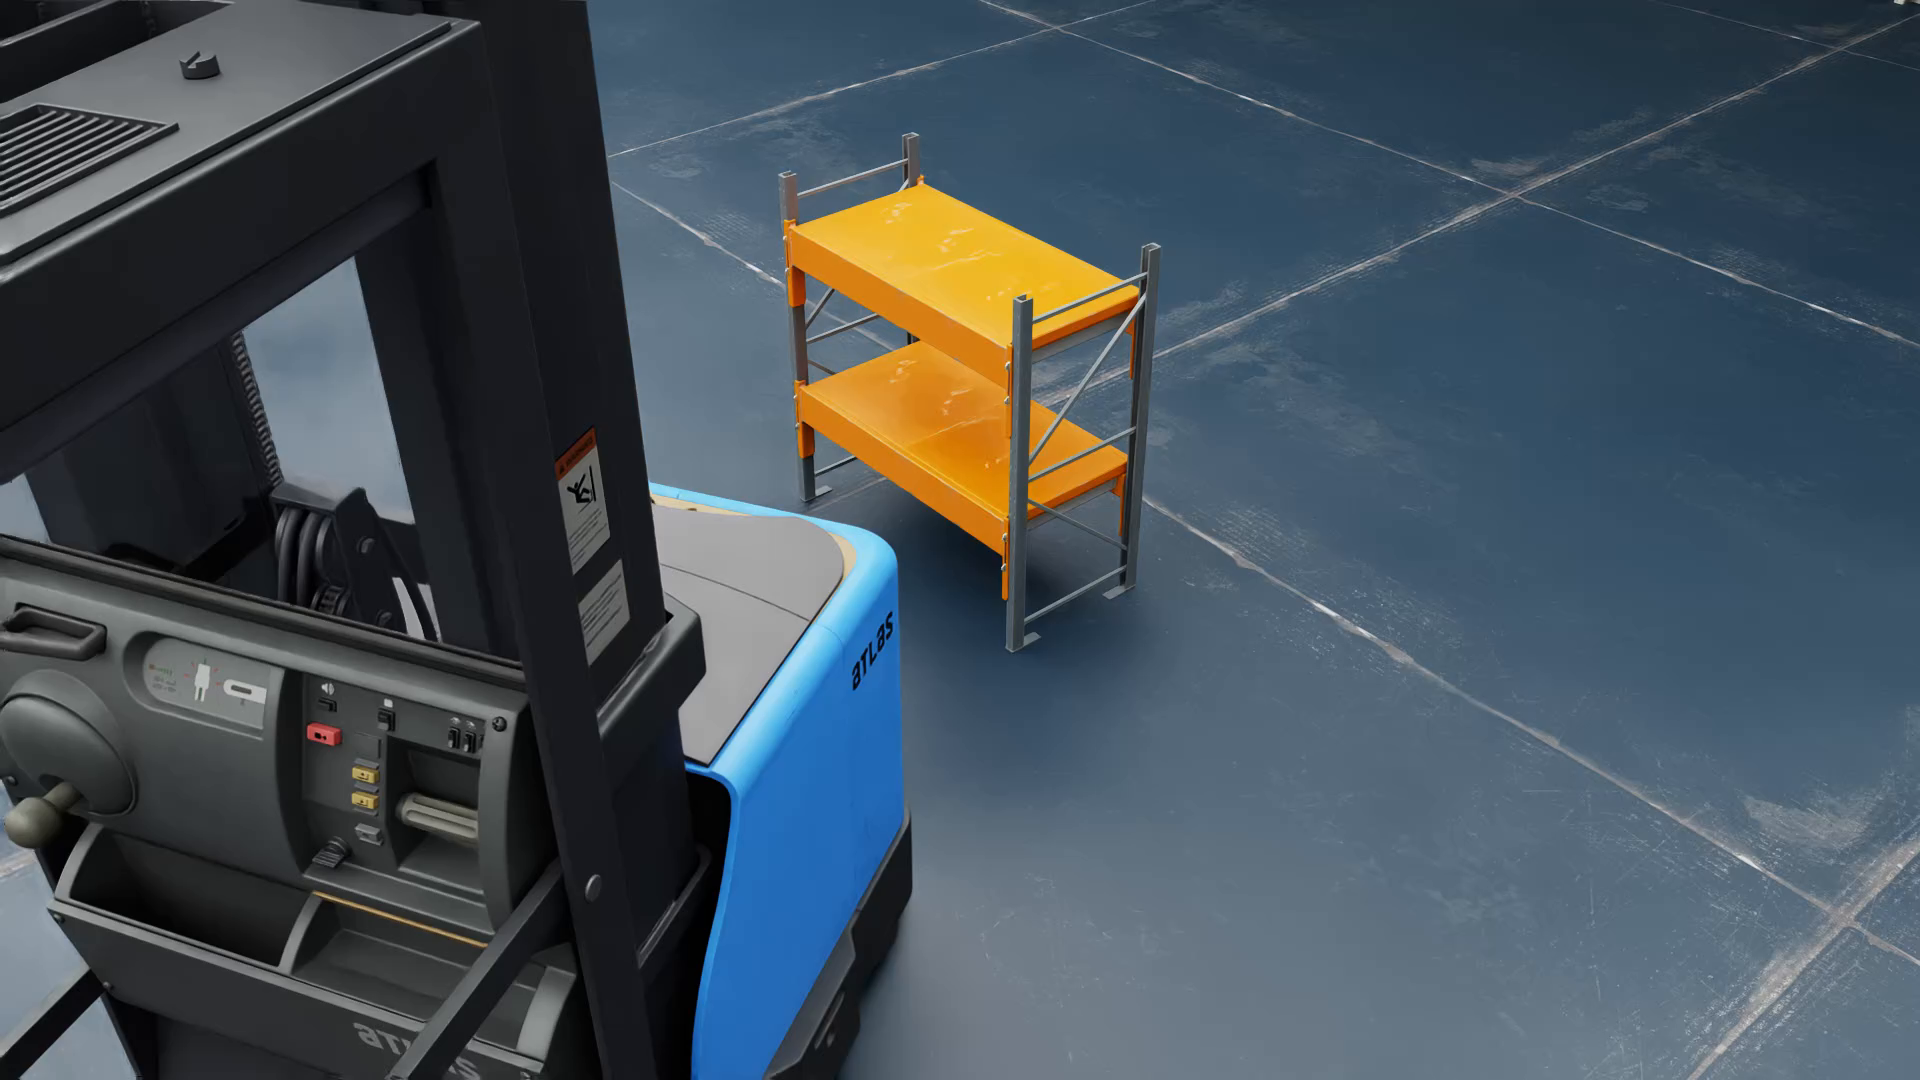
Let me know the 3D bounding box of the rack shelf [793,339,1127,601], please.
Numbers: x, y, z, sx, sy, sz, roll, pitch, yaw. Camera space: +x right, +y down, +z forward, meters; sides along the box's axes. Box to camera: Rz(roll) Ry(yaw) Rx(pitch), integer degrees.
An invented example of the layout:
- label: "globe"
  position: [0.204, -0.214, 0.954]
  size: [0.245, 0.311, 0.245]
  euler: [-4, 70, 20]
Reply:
- label: "rack shelf"
  position: [0.004, -0.257, 5.062]
  size: [0.538, 0.278, 1.000]
  euler: [-26, 43, -32]

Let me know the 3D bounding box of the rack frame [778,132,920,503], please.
- label: "rack frame"
  position: [-0.324, -0.681, 5.238]
  size: [0.500, 1.125, 0.032]
  euler: [-26, 43, -32]

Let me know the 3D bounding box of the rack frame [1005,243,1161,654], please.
- label: "rack frame"
  position: [0.332, -0.232, 4.604]
  size: [0.500, 1.125, 0.032]
  euler: [-26, 43, -32]

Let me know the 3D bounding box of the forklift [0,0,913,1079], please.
- label: "forklift"
  position: [-1.099, 0.369, 2.193]
  size: [1.130, 2.935, 3.031]
  euler: [12, 37, 16]

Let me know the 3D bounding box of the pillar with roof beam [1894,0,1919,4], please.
- label: "pillar with roof beam"
  position: [2.381, -5.163, 4.754]
  size: [9.100, 9.000, 0.400]
  euler: [-26, 43, -32]

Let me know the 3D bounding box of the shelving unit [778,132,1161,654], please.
- label: "shelving unit"
  position: [0.004, -0.456, 4.921]
  size: [0.538, 1.125, 1.048]
  euler: [-26, 43, -32]

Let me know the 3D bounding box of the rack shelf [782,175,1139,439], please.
- label: "rack shelf"
  position: [0.004, -0.695, 4.752]
  size: [0.538, 0.278, 1.000]
  euler: [-26, 43, -32]
